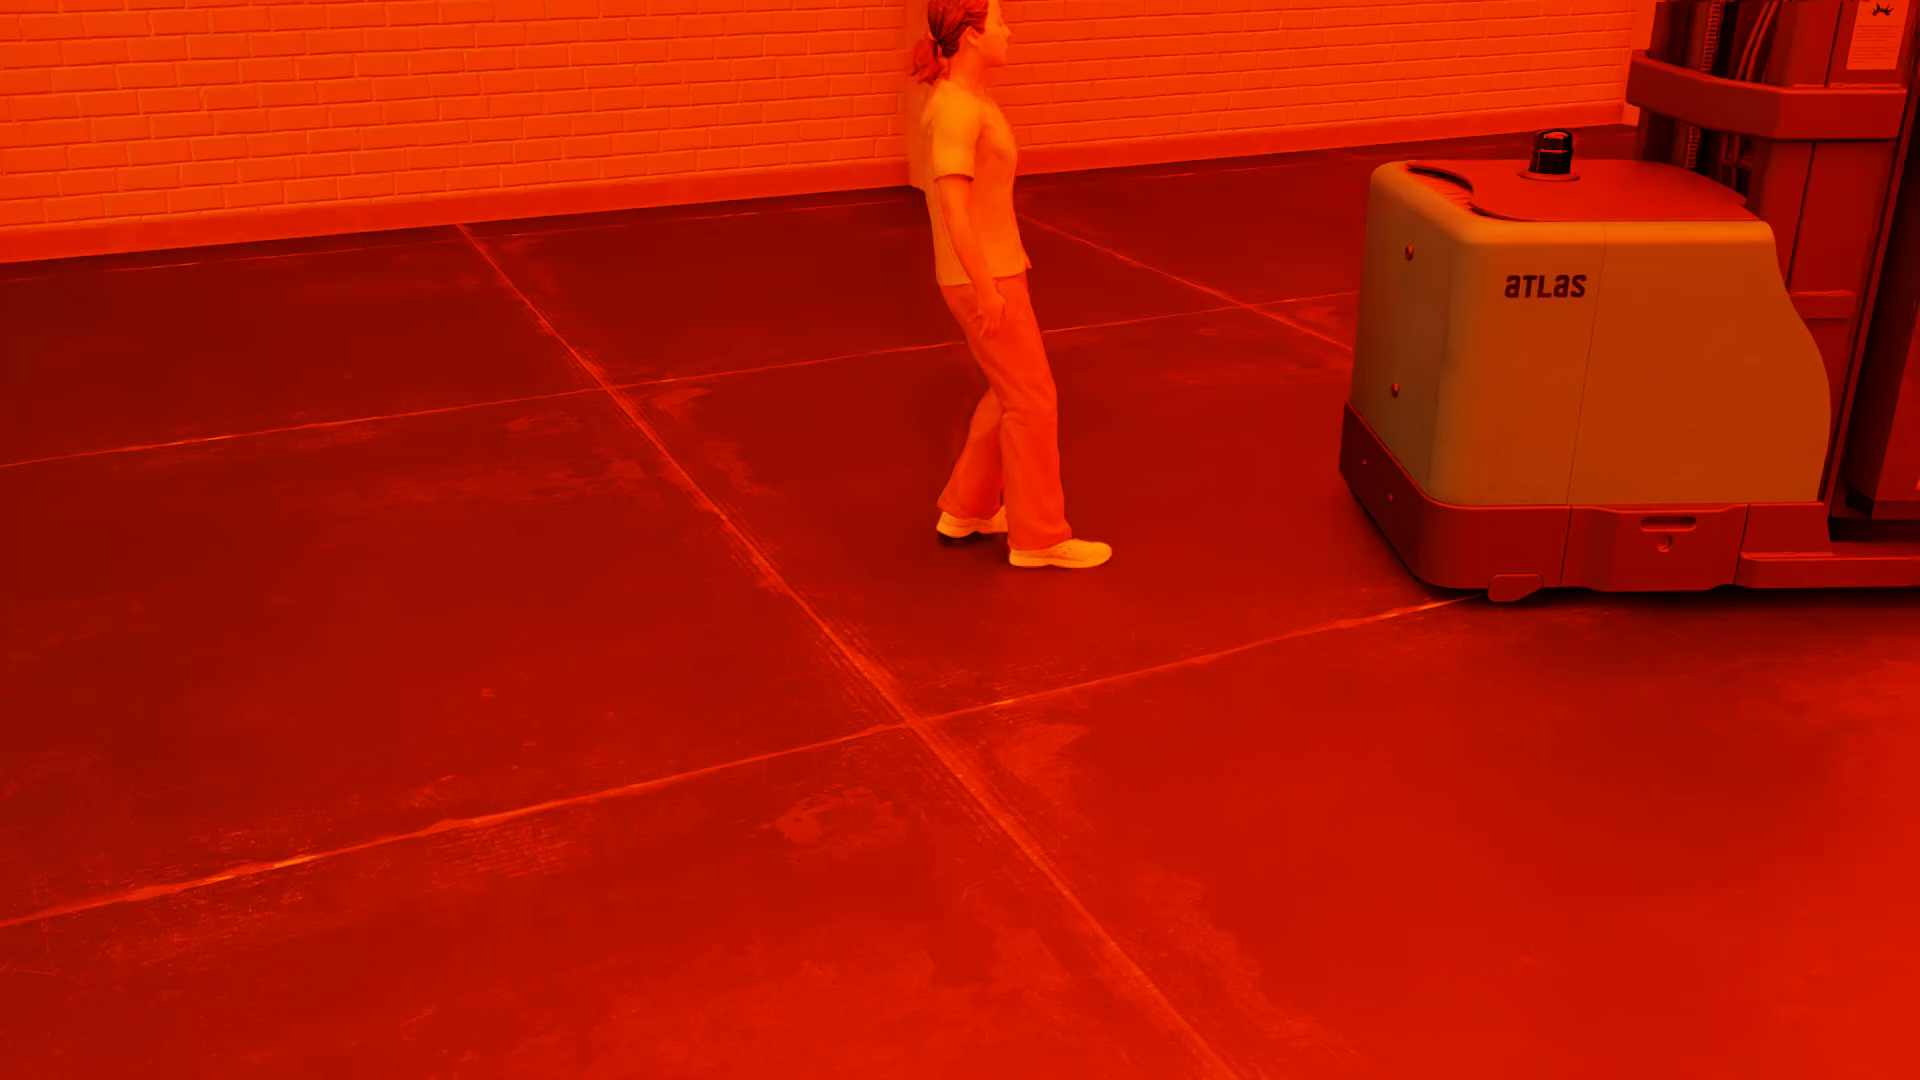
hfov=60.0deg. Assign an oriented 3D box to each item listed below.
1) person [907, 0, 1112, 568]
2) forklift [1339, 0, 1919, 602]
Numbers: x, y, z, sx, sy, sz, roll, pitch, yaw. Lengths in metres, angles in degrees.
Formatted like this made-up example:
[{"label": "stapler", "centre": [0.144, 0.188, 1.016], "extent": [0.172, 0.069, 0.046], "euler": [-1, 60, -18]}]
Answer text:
[{"label": "person", "centre": [0.156, -0.751, 4.792], "extent": [0.608, 1.650, 0.606], "euler": [1, 23, 2]}, {"label": "forklift", "centre": [2.775, -1.372, 4.588], "extent": [3.031, 2.935, 1.130], "euler": [-1, 23, -2]}]
